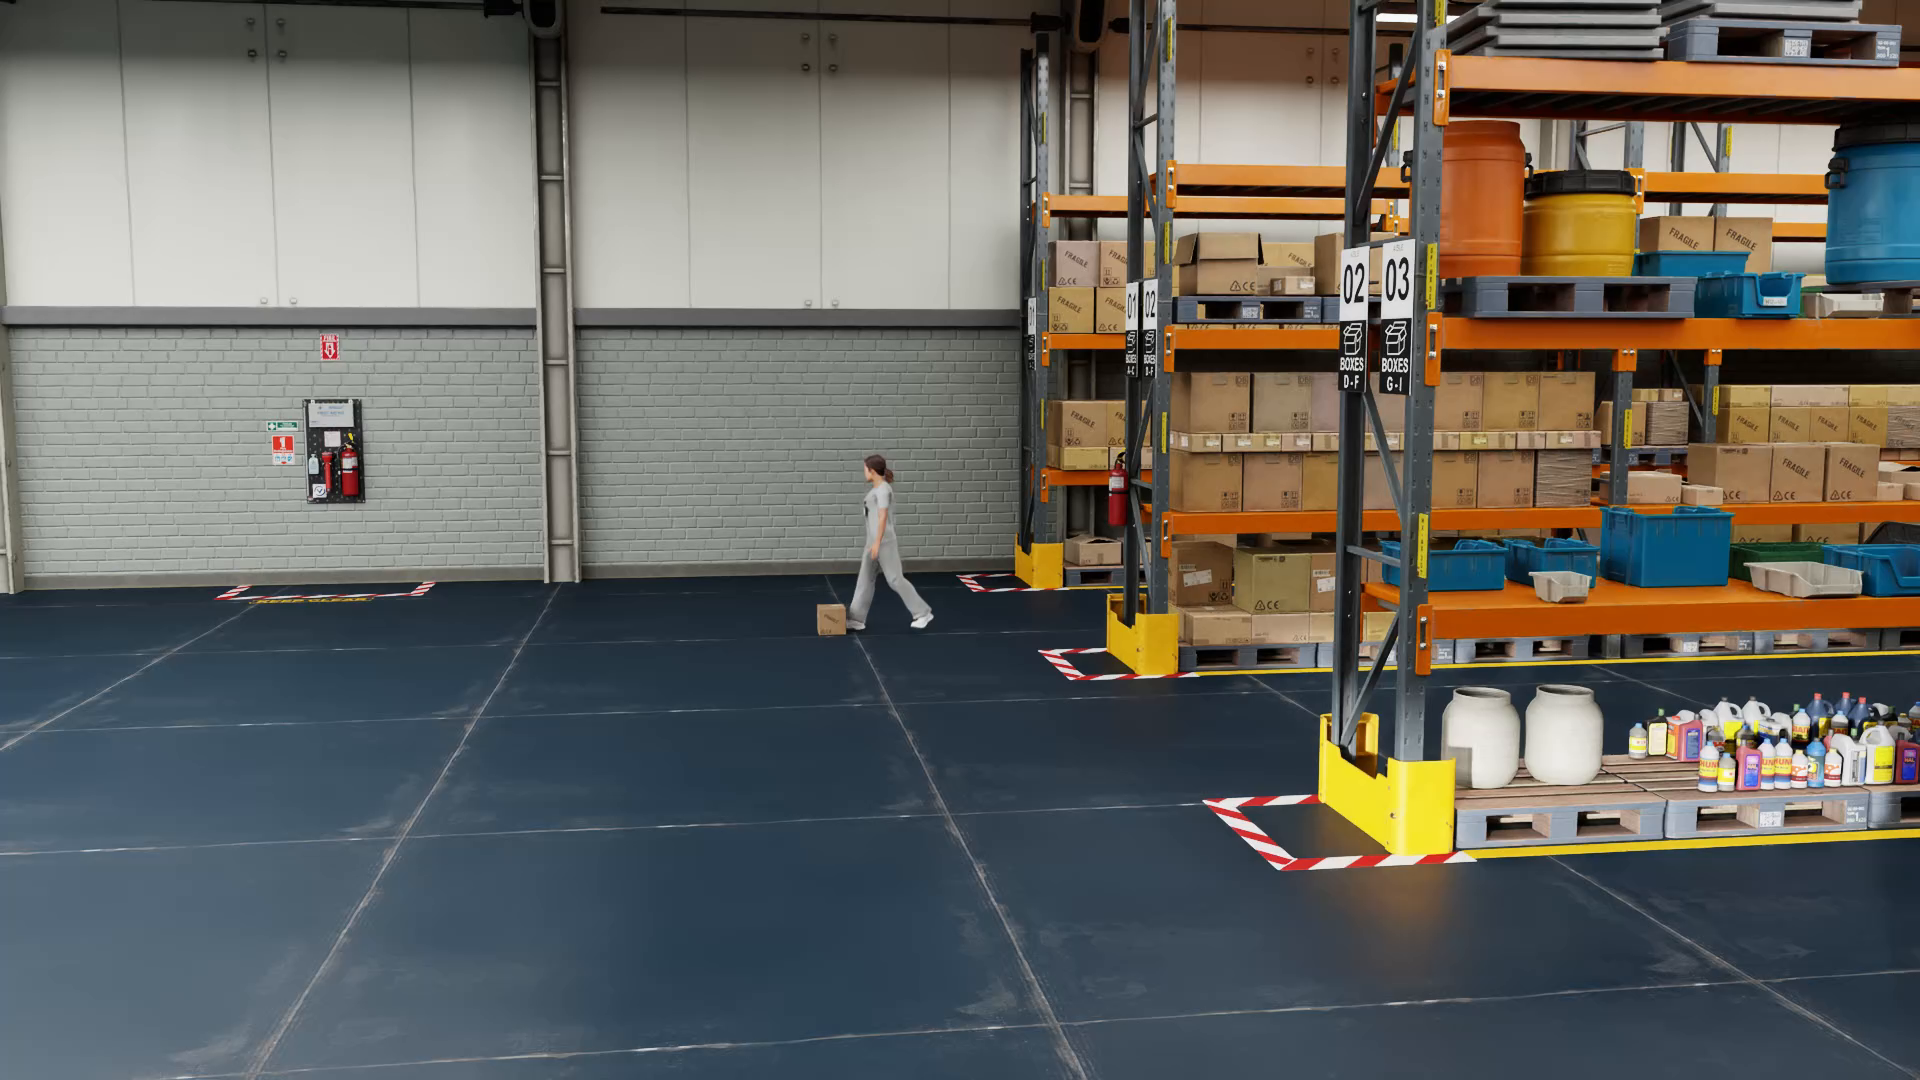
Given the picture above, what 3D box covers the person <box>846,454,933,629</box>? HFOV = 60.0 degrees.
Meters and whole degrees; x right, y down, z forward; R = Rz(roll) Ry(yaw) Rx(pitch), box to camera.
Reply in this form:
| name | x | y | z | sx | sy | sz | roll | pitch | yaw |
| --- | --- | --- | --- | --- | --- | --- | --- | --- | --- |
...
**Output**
| name | x | y | z | sx | sy | sz | roll | pitch | yaw |
| --- | --- | --- | --- | --- | --- | --- | --- | --- | --- |
| person | -0.712 | 0.030 | 15.511 | 0.901 | 1.653 | 0.567 | -2 | 7 | -15 |
